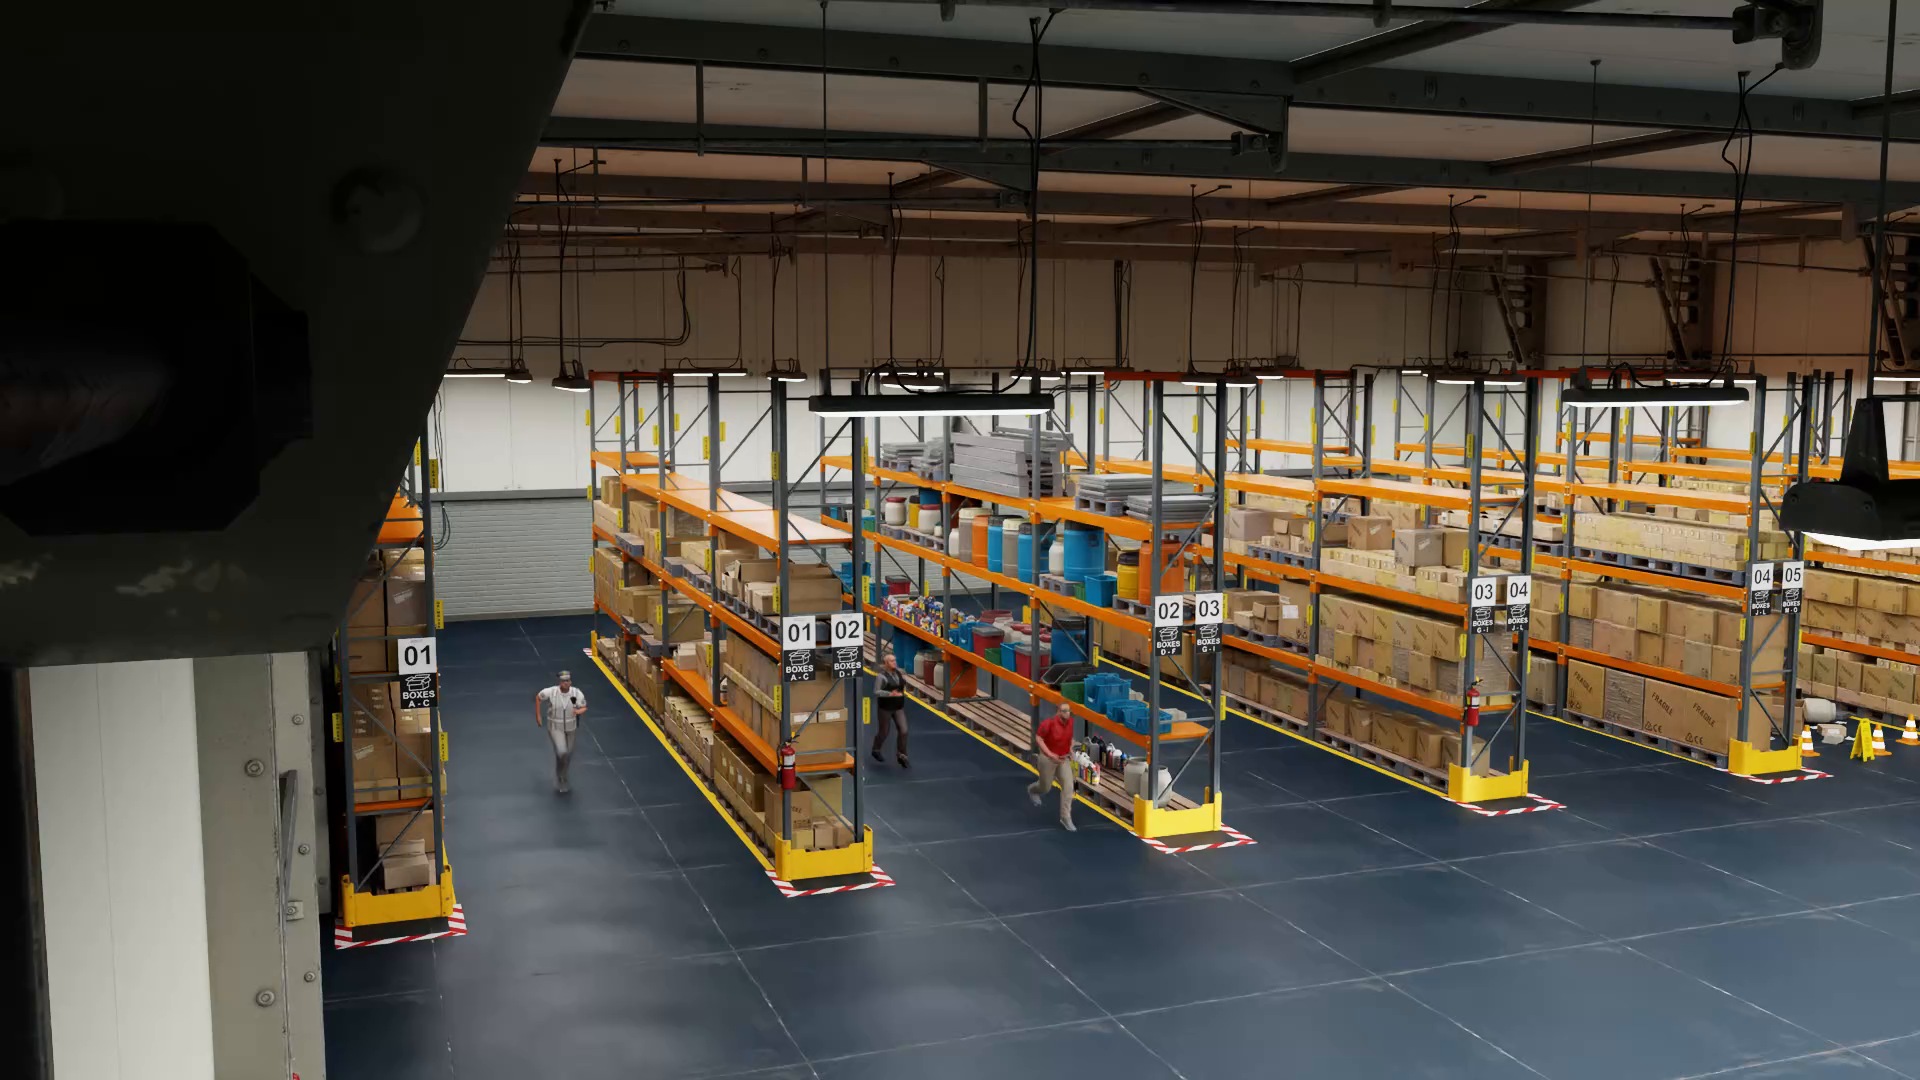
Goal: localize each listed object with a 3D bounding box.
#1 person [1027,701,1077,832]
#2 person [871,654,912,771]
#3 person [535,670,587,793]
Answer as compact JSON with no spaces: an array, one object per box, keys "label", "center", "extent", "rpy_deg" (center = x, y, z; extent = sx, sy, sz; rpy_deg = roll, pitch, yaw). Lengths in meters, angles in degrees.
[{"label":"person","center":[1.262,3.002,22.481],"extent":[0.663,1.732,1.077],"rpy_deg":[-3,7,-28]},{"label":"person","center":[-1.091,2.626,25.520],"extent":[0.644,1.772,0.805],"rpy_deg":[-5,8,-38]},{"label":"person","center":[-5.792,2.765,24.227],"extent":[0.690,1.809,0.857],"rpy_deg":[-3,7,-26]}]
